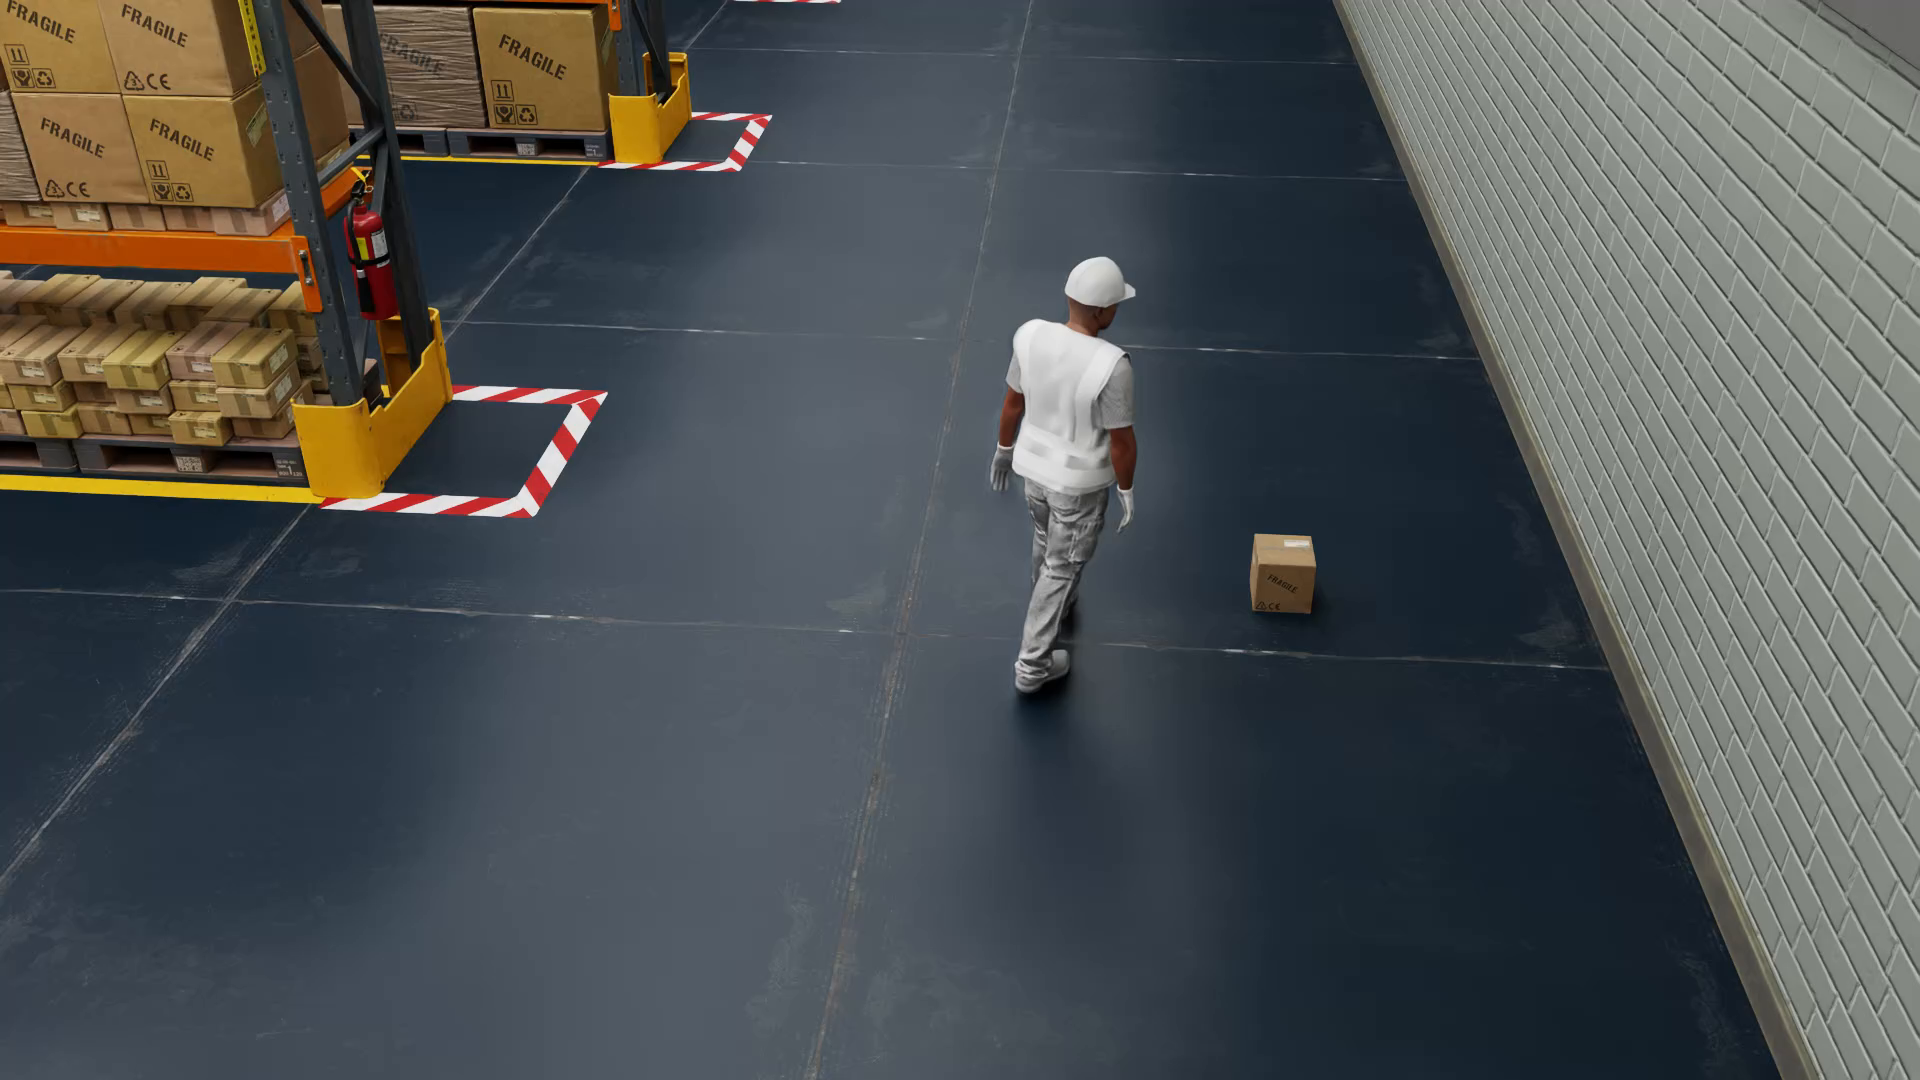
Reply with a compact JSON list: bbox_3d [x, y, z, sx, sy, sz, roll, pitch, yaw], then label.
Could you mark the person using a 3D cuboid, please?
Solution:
[{"bbox_3d":[0.445,-0.296,6.574,0.643,1.753,0.767,26,40,35],"label":"person"}]
